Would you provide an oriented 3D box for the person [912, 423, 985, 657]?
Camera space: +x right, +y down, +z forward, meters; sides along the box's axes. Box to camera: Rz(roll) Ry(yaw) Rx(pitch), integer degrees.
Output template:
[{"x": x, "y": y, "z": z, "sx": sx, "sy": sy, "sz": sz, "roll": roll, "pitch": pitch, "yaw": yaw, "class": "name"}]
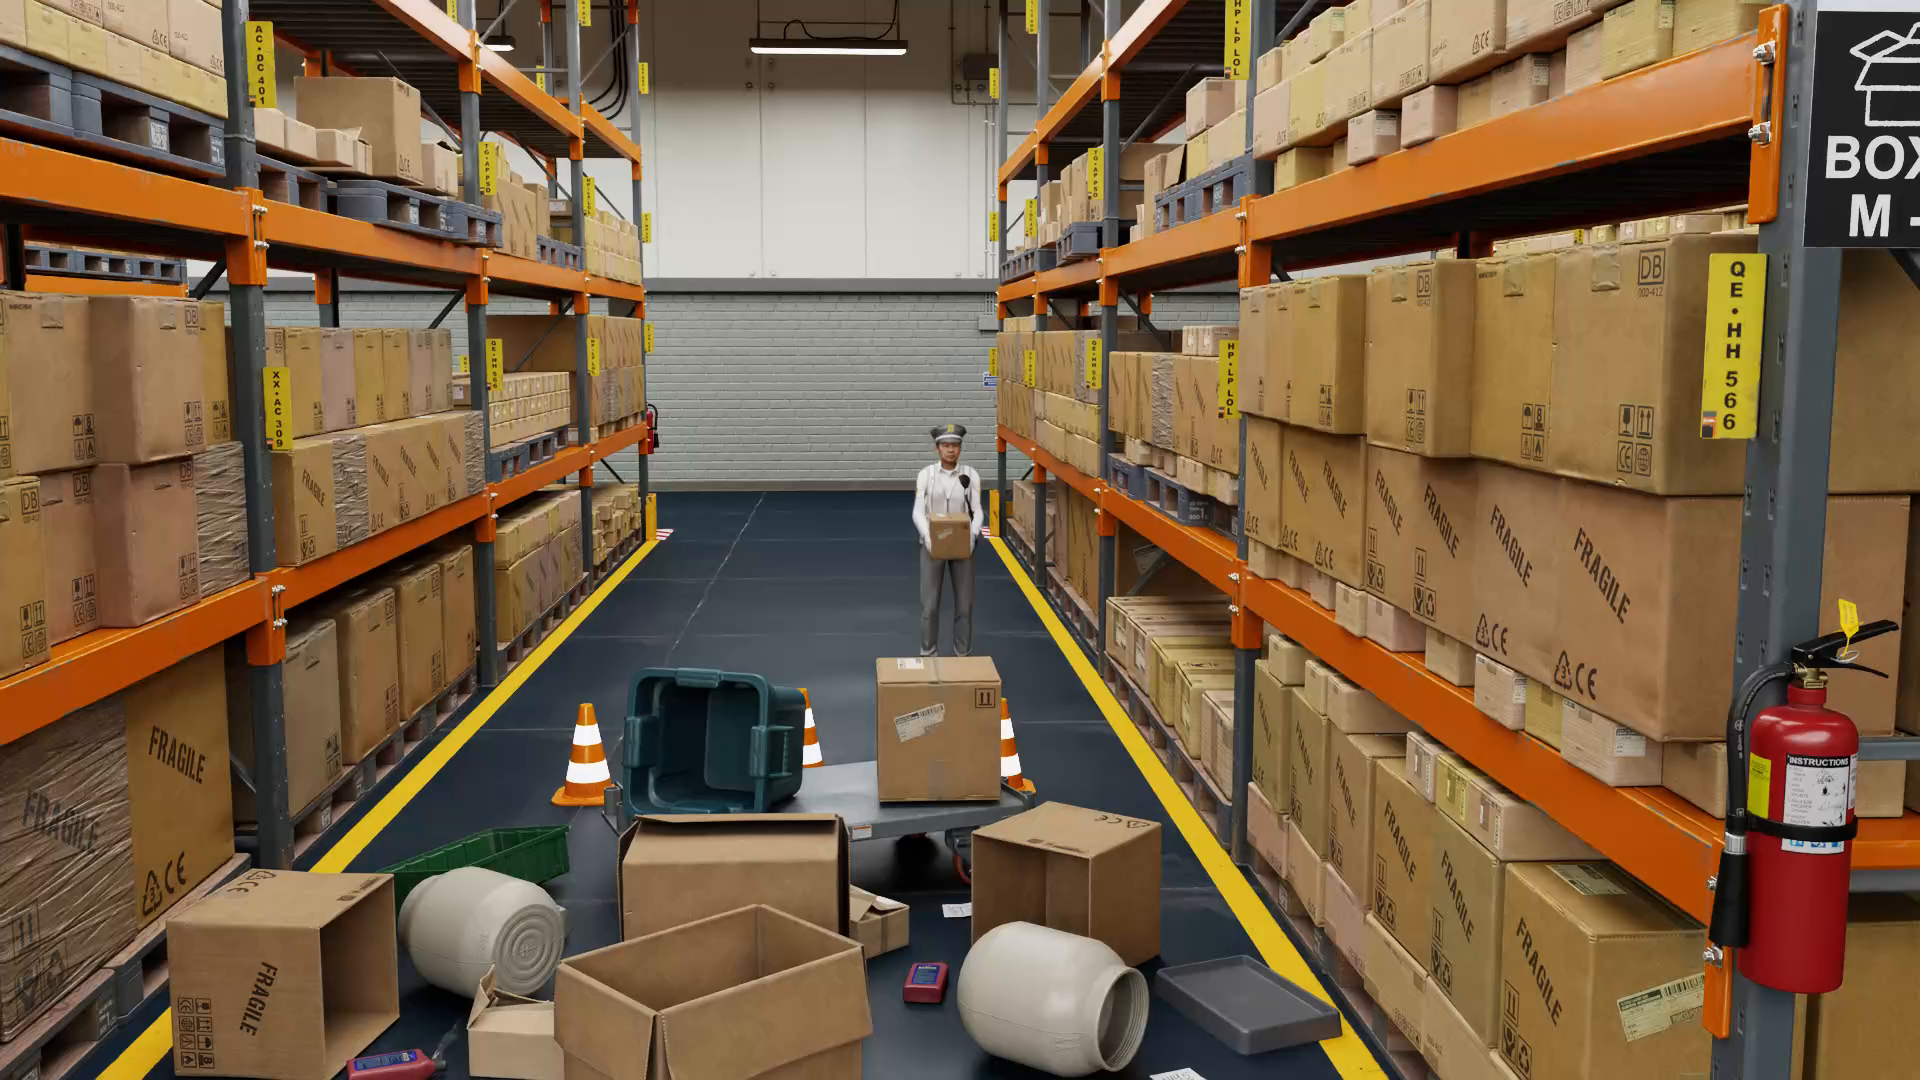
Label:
[{"x": -0.075, "y": 0.073, "z": 11.025, "sx": 0.482, "sy": 1.692, "sz": 0.517, "roll": 0, "pitch": 7, "yaw": -4, "class": "person"}]
